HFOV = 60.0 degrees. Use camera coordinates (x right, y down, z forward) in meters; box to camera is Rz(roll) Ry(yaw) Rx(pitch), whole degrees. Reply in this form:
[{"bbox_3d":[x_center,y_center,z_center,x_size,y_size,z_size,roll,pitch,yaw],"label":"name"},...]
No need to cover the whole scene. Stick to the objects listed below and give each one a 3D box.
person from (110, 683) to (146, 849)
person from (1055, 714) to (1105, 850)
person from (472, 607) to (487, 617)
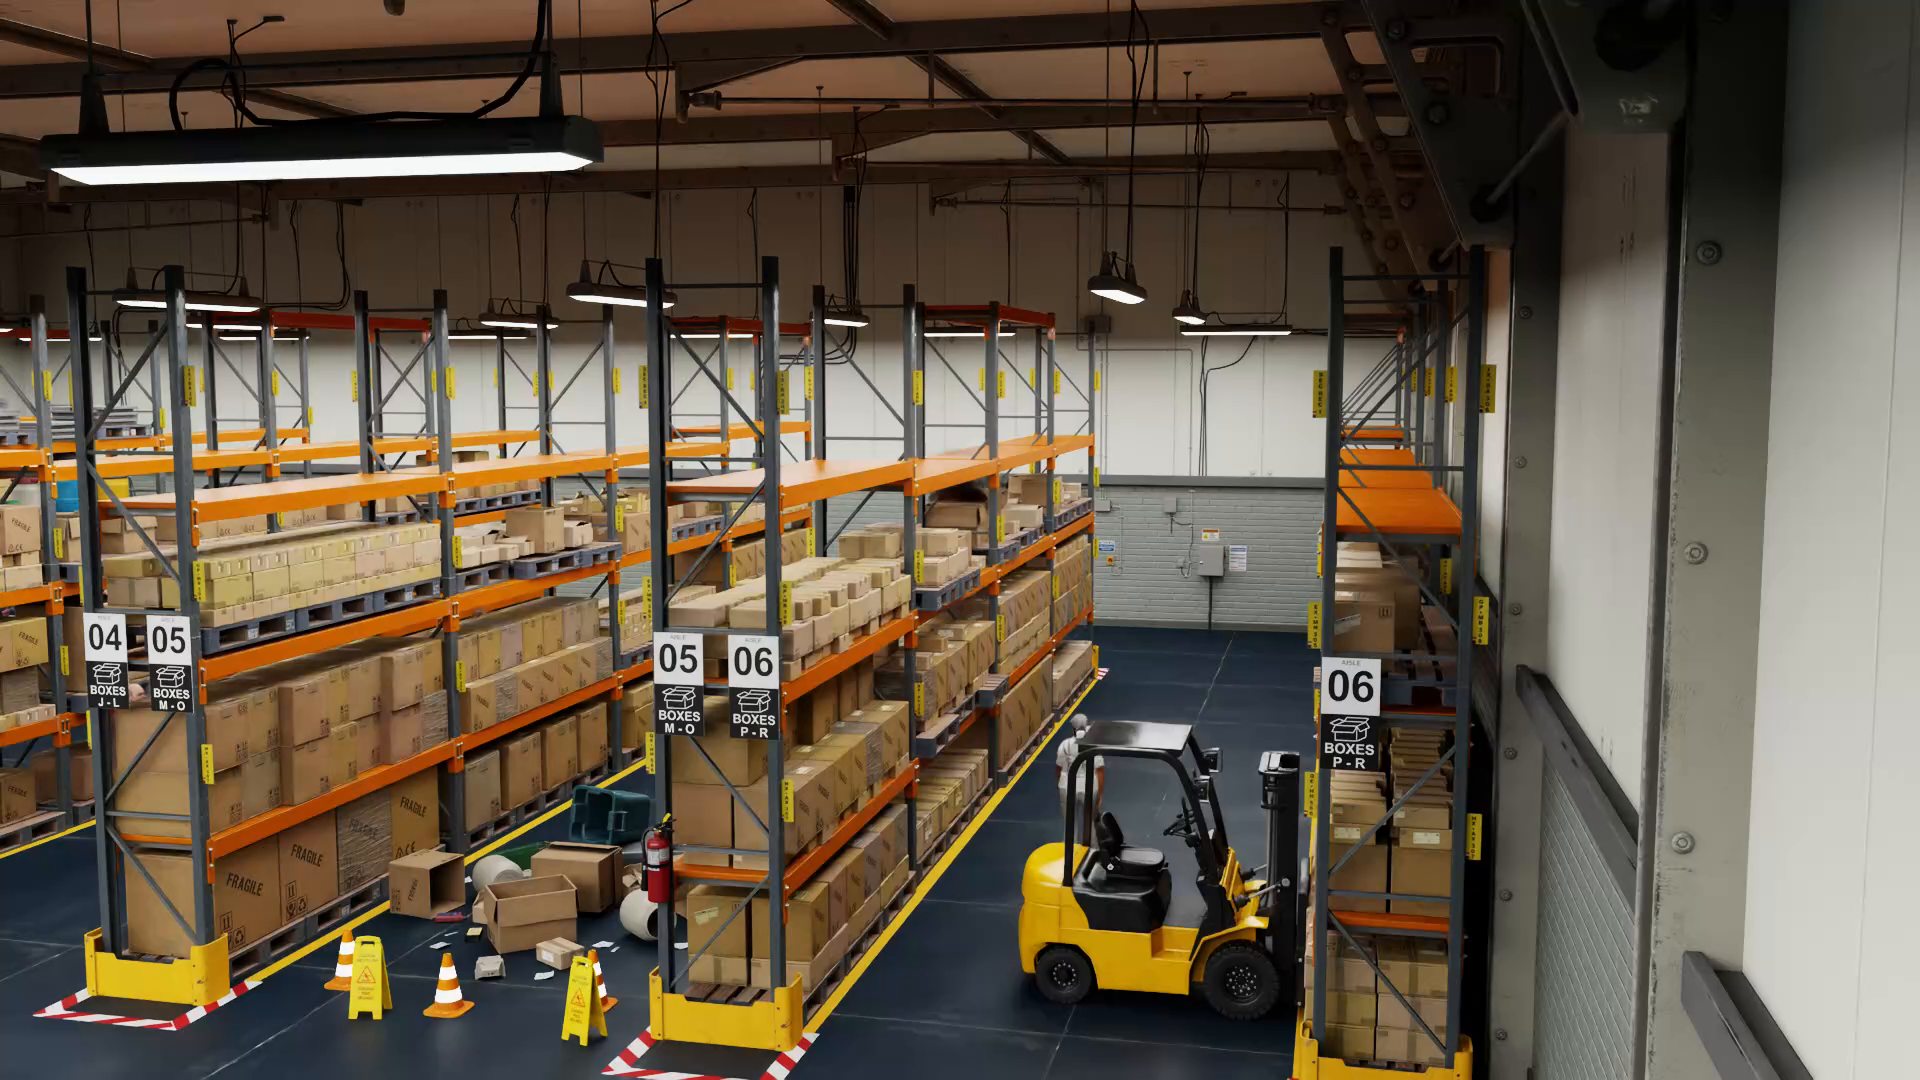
[{"bbox_3d":[-8.980,2.457,18.182,0.564,1.802,0.654,4,7,37],"label":"person"},{"bbox_3d":[1.243,2.605,17.180,0.519,1.678,0.743,1,6,10],"label":"person"},{"bbox_3d":[-7.237,1.823,25.335,0.492,1.621,0.393,-3,6,-25],"label":"person"}]
